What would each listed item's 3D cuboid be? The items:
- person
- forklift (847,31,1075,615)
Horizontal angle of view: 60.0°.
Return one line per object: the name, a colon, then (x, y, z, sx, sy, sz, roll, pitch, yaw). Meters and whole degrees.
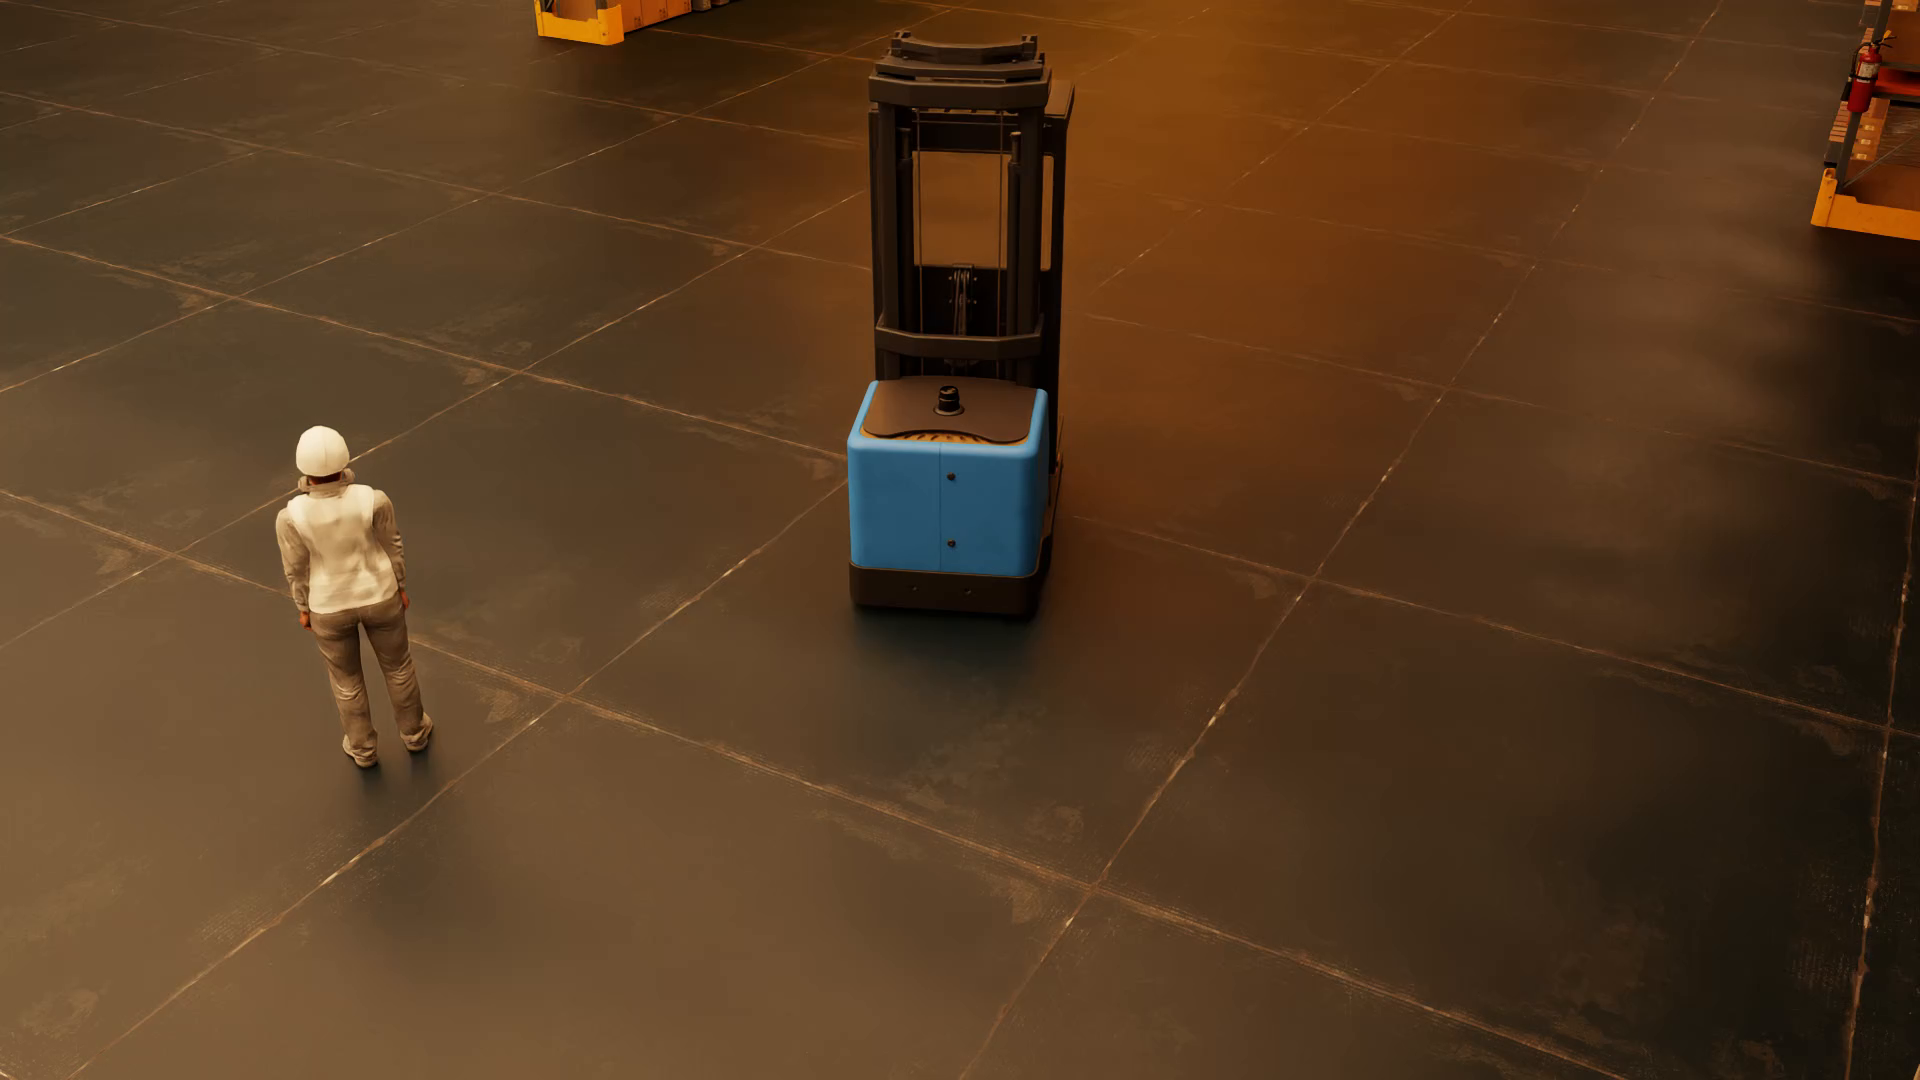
person: (-2.844, 0.264, 7.774, 0.526, 1.777, 0.369, -14, 33, -23)
forklift: (0.072, -1.572, 9.794, 1.130, 2.935, 3.031, 3, 30, 6)
